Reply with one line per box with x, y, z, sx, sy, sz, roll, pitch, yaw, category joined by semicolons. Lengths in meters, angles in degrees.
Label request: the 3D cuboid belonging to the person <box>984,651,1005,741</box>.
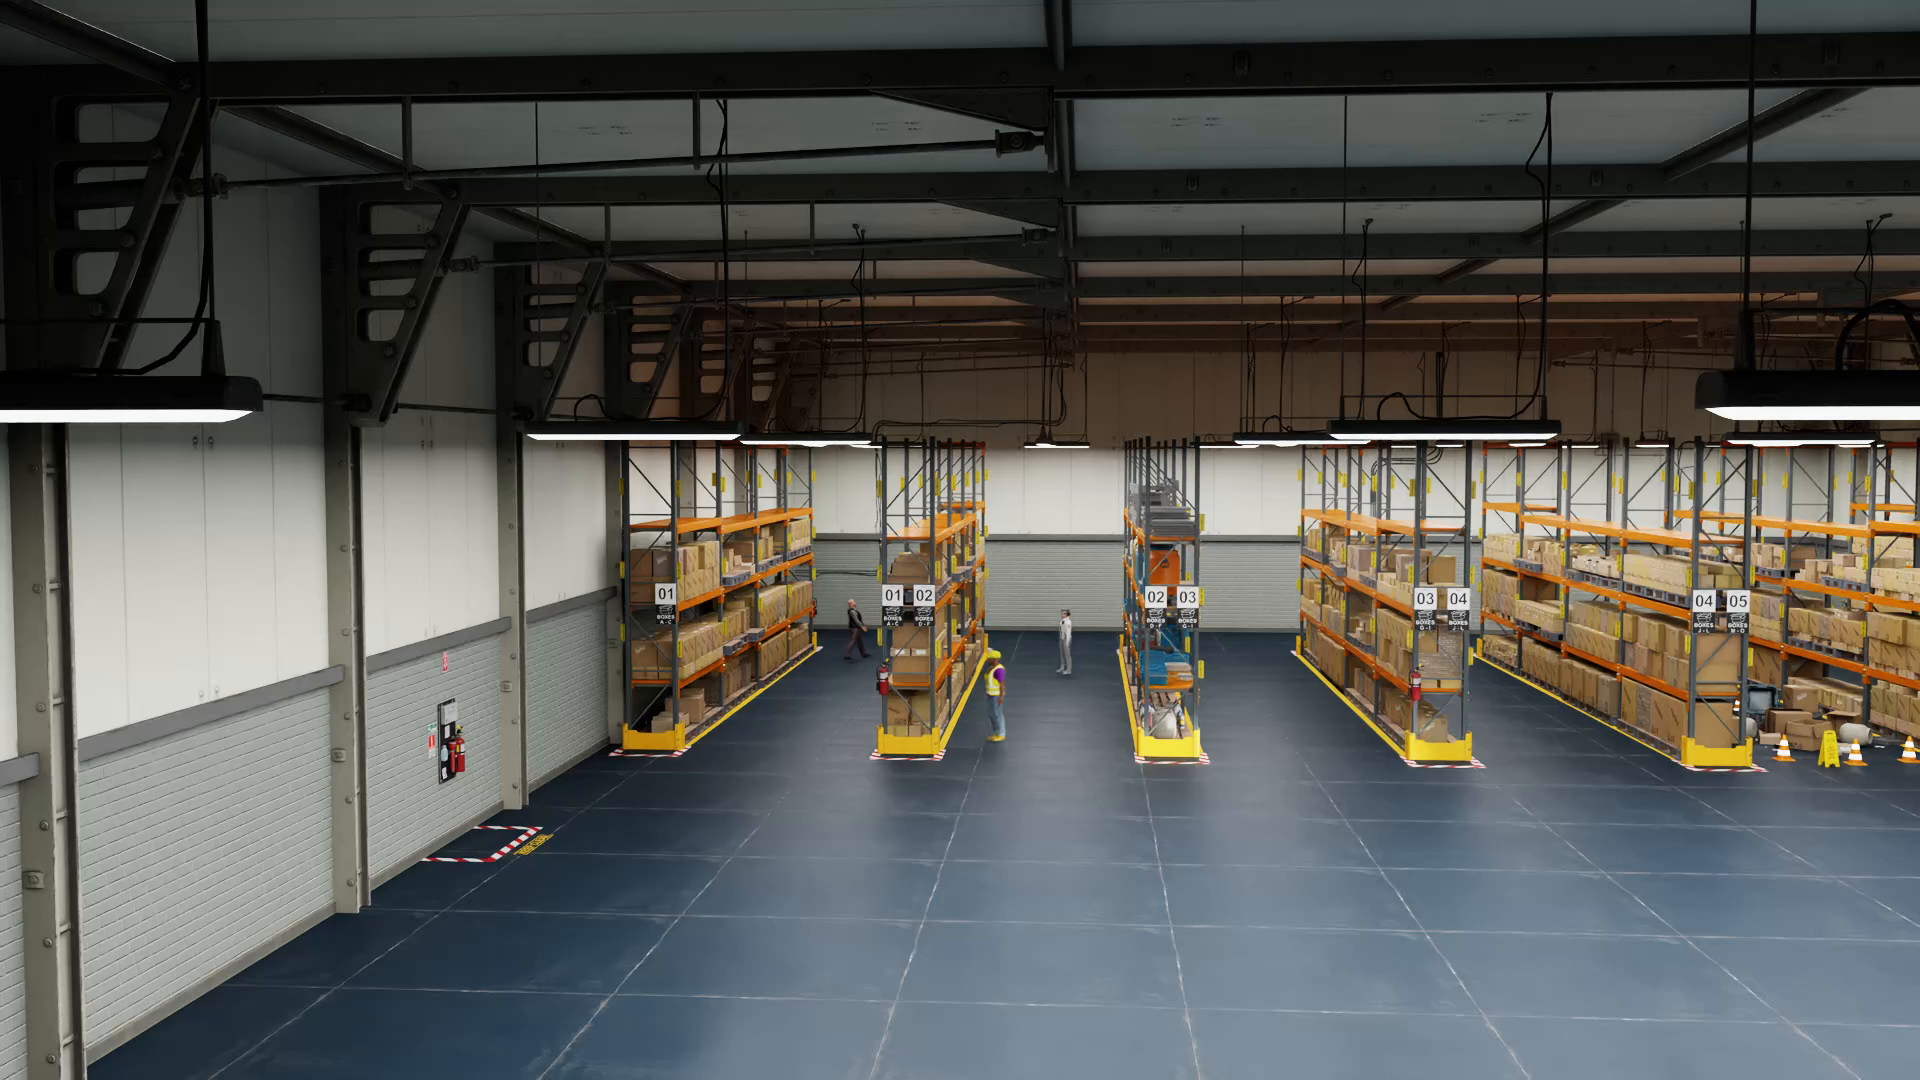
0.697;3.087;32.857;0.370;1.803;0.683;-1;3;-24;person

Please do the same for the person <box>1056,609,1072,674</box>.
2.694;2.598;42.845;0.373;1.671;0.546;-1;3;-15;person

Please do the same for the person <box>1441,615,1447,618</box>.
13.923;2.323;47.375;0.731;1.731;0.604;-1;3;-10;person

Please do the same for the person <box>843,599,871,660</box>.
-2.784;2.447;45.471;0.971;1.659;0.624;-2;4;-31;person
